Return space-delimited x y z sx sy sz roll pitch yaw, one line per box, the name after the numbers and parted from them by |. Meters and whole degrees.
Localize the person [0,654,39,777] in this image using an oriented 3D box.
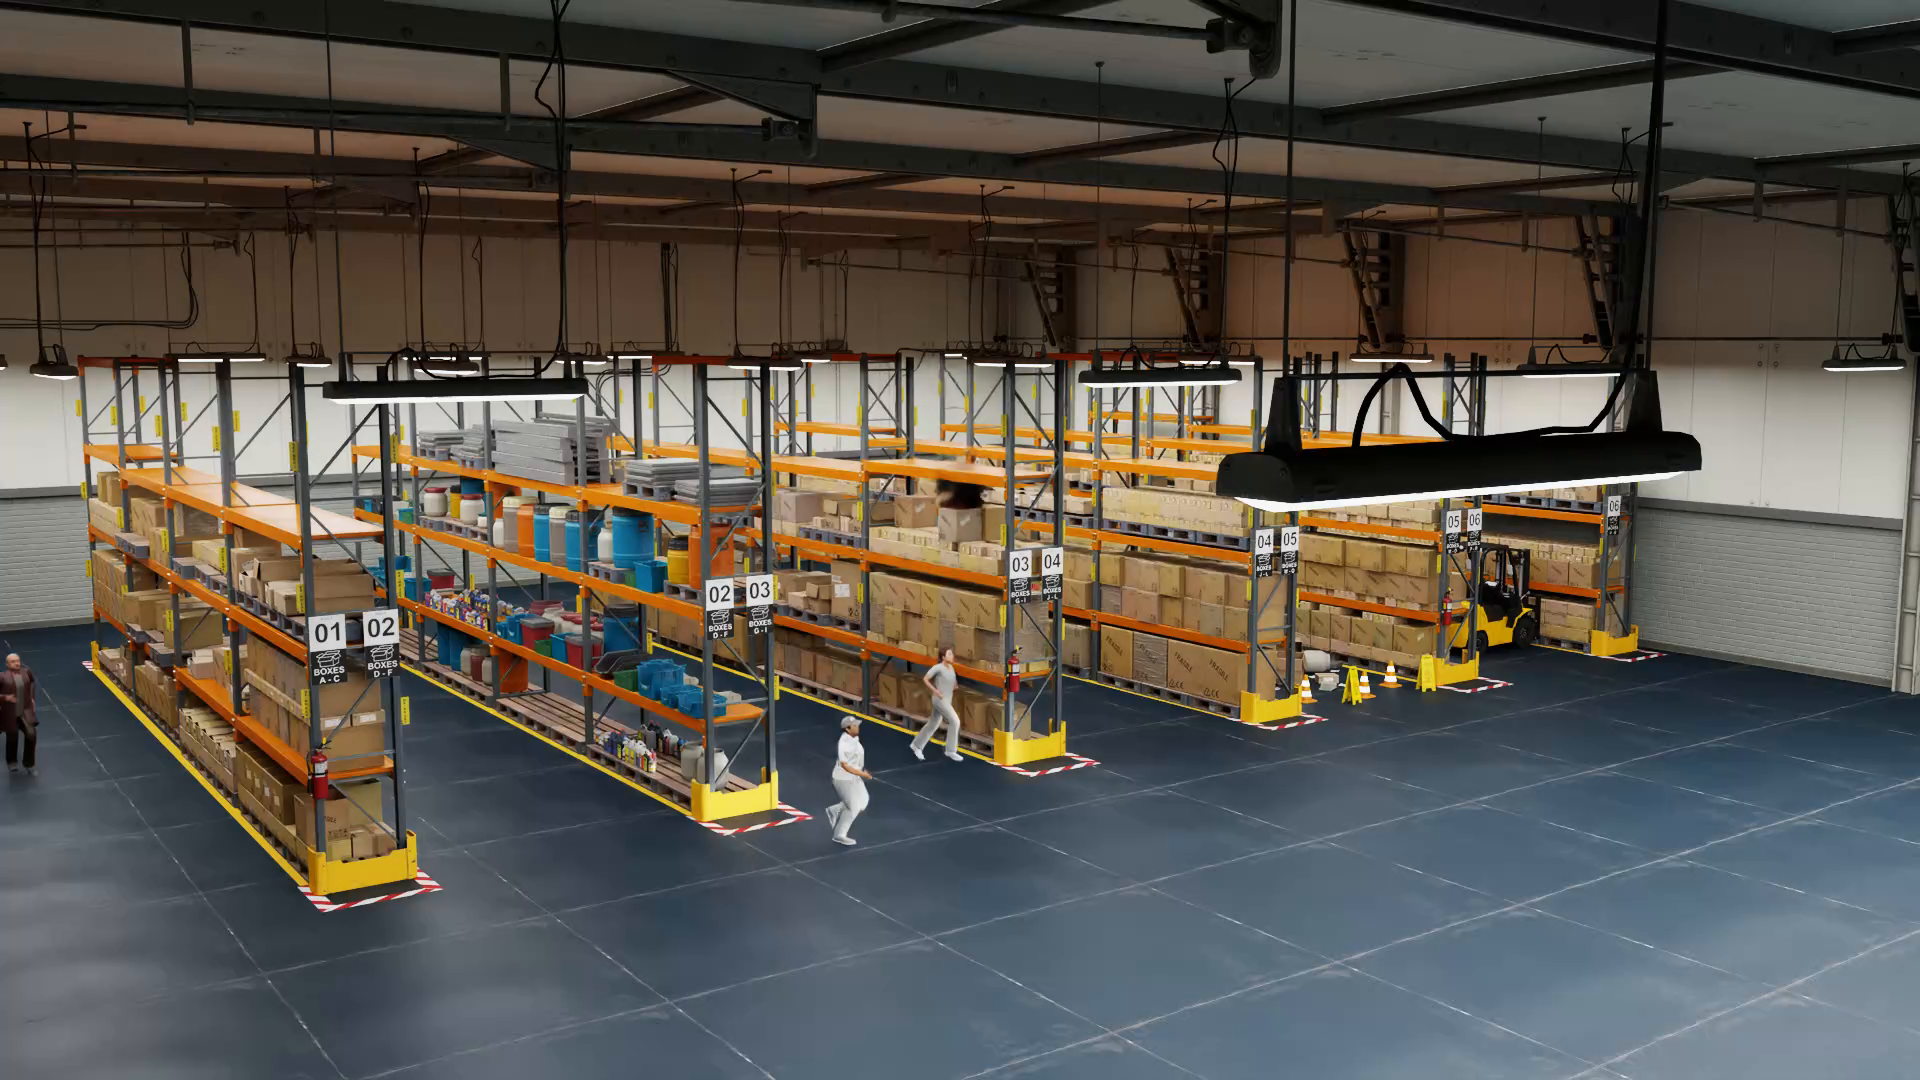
-13.684 2.547 24.085 0.832 1.827 0.674 7 10 44 | person

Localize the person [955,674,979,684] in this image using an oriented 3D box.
0.116 1.777 30.582 0.732 1.760 0.622 7 10 44 | person

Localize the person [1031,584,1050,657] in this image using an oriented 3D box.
1.334 1.606 30.115 0.671 1.640 0.640 -5 9 -38 | person

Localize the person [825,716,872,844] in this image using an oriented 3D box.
-1.402 3.007 20.920 0.626 1.632 0.605 1 7 6 | person

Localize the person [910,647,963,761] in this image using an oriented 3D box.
-0.276 2.379 24.281 0.896 1.676 0.586 4 8 29 | person
